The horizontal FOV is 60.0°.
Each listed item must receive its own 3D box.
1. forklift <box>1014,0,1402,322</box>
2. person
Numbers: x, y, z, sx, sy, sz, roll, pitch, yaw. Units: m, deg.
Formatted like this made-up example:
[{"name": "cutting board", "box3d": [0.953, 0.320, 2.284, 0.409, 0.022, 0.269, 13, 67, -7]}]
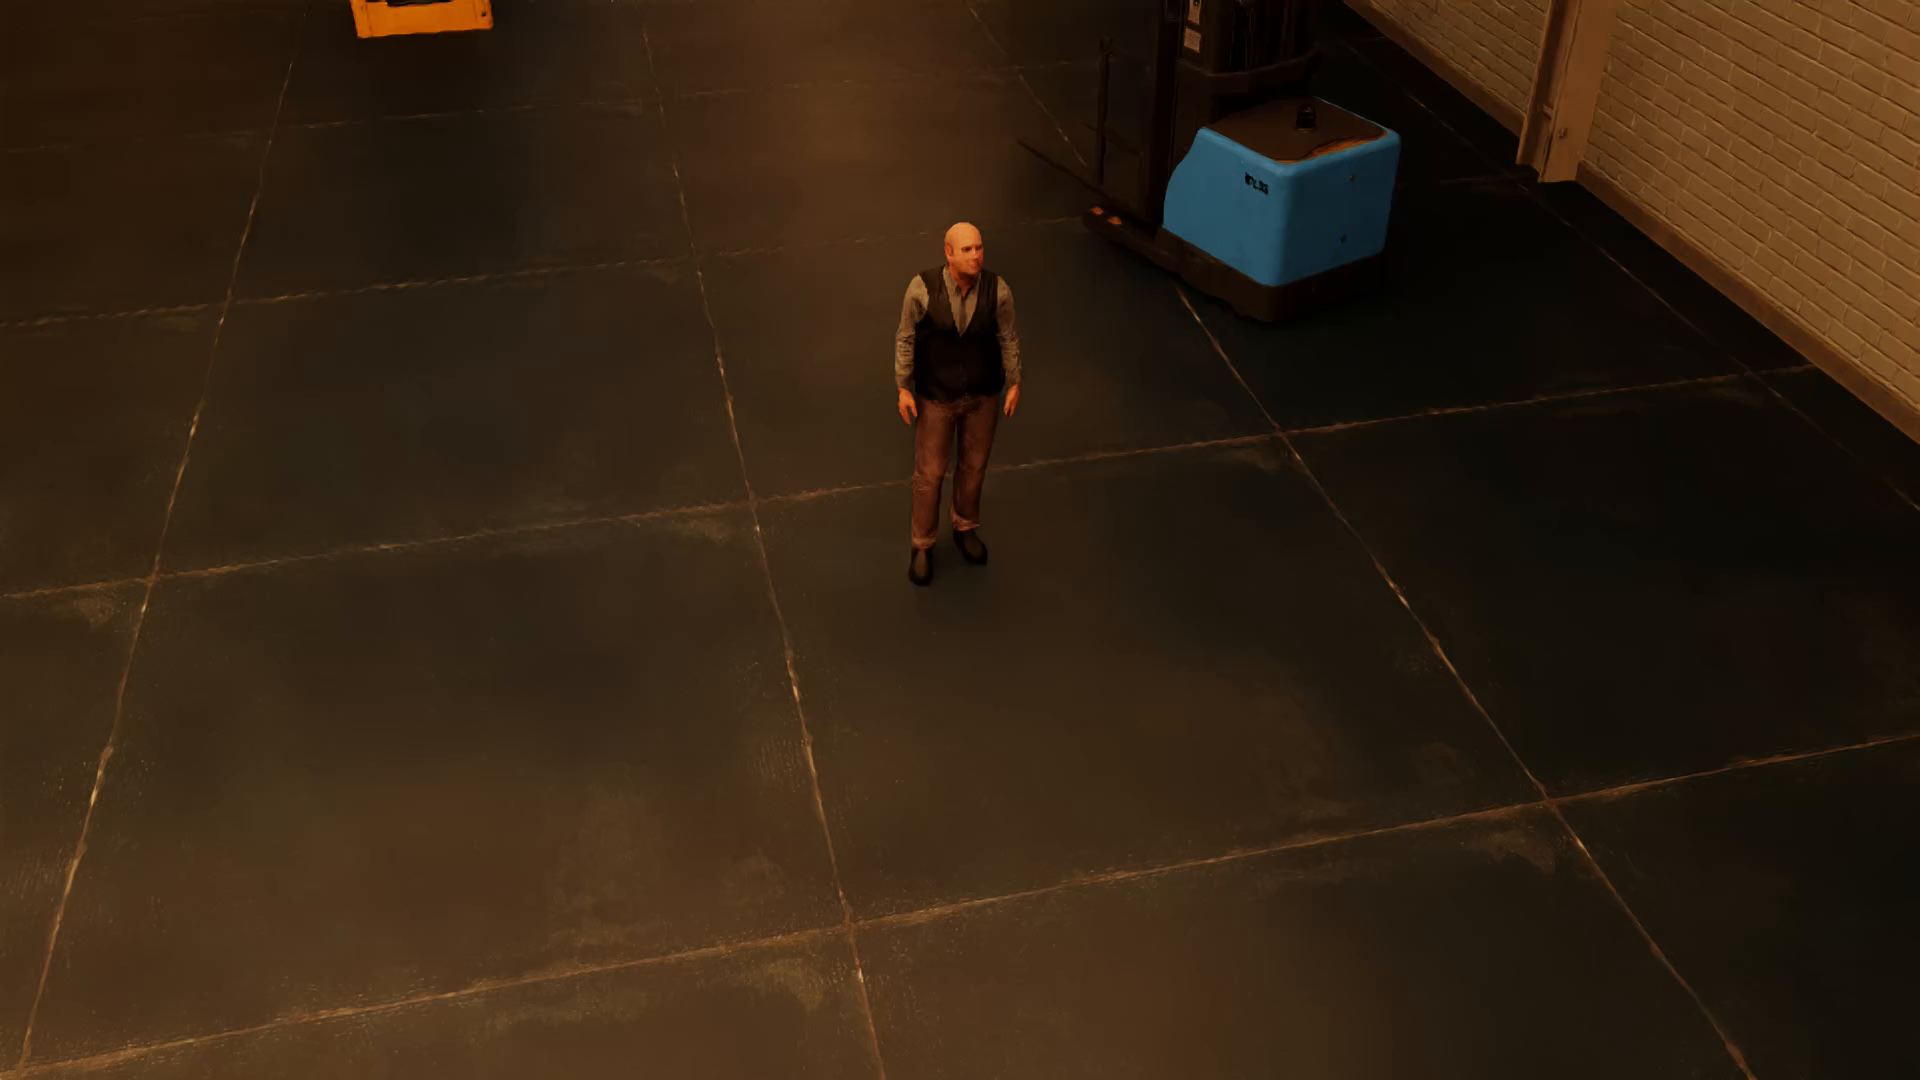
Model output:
[{"name": "forklift", "box3d": [1.504, -3.370, 10.733, 1.130, 2.935, 3.031, -21, 41, -26]}, {"name": "person", "box3d": [0.006, -0.668, 8.002, 0.632, 1.720, 0.567, -8, 36, -11]}]
